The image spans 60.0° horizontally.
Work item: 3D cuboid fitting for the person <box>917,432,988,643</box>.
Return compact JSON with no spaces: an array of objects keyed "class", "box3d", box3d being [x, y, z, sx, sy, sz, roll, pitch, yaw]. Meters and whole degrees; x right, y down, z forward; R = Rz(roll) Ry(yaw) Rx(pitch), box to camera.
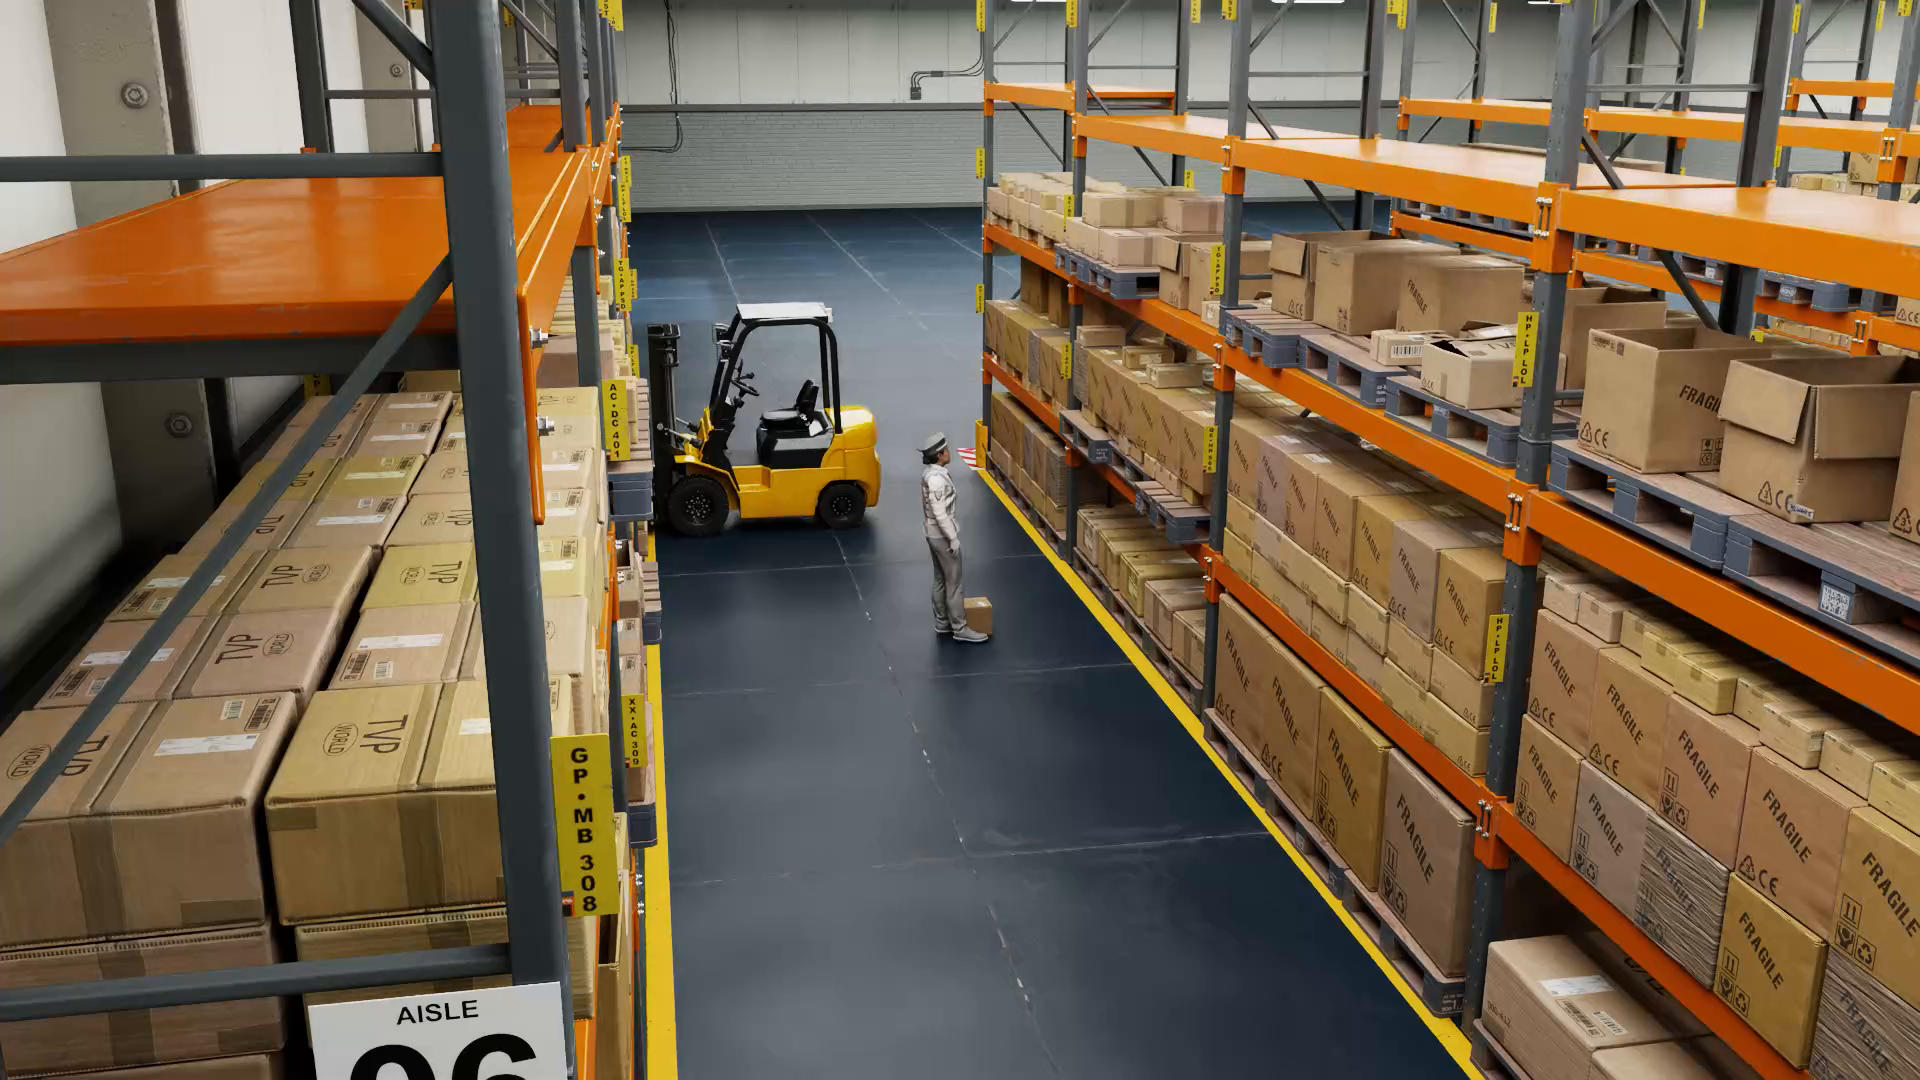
[{"class":"person","box3d":[-0.075,-0.042,13.590,0.531,1.695,0.586,-3,17,-10]}]
